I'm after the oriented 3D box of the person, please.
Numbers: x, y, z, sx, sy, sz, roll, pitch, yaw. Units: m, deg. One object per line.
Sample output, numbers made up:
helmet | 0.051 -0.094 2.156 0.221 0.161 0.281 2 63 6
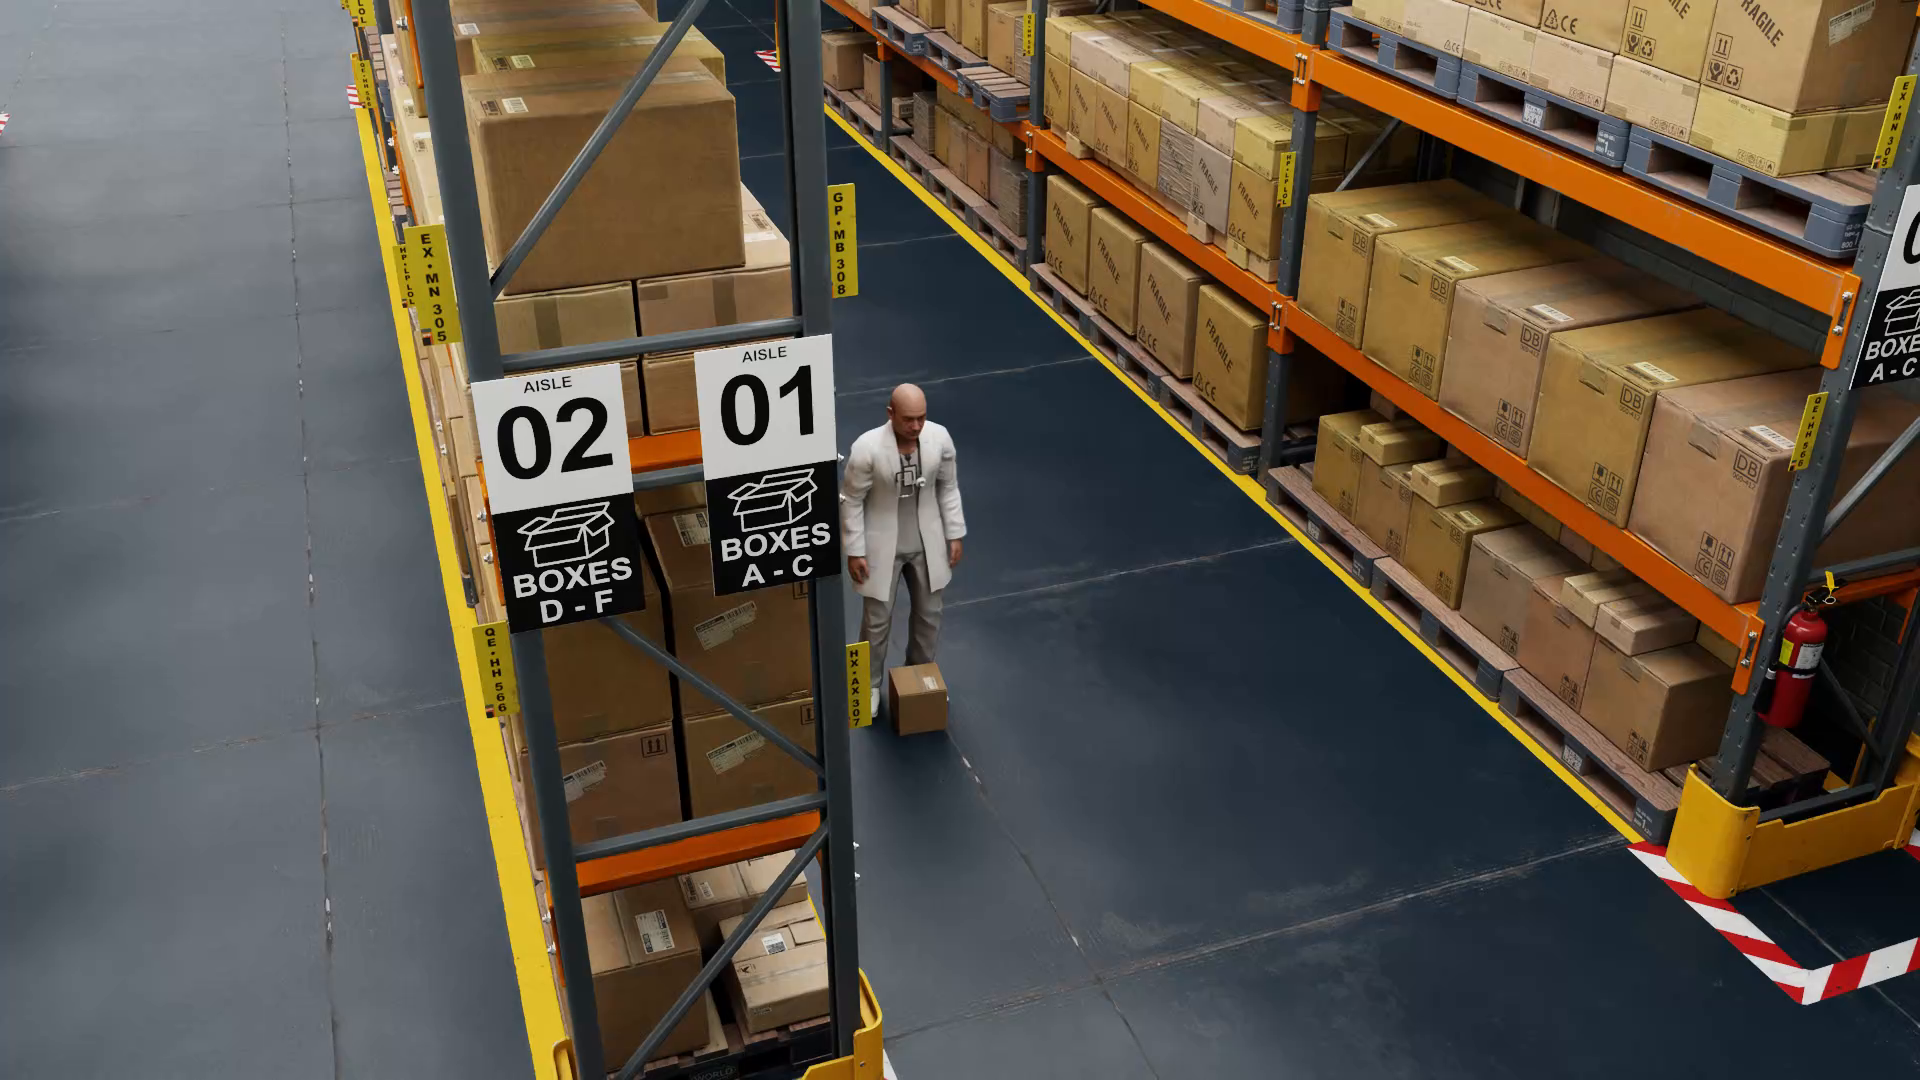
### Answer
person | -0.278 0.028 8.316 0.654 1.775 0.420 -10 31 -17
